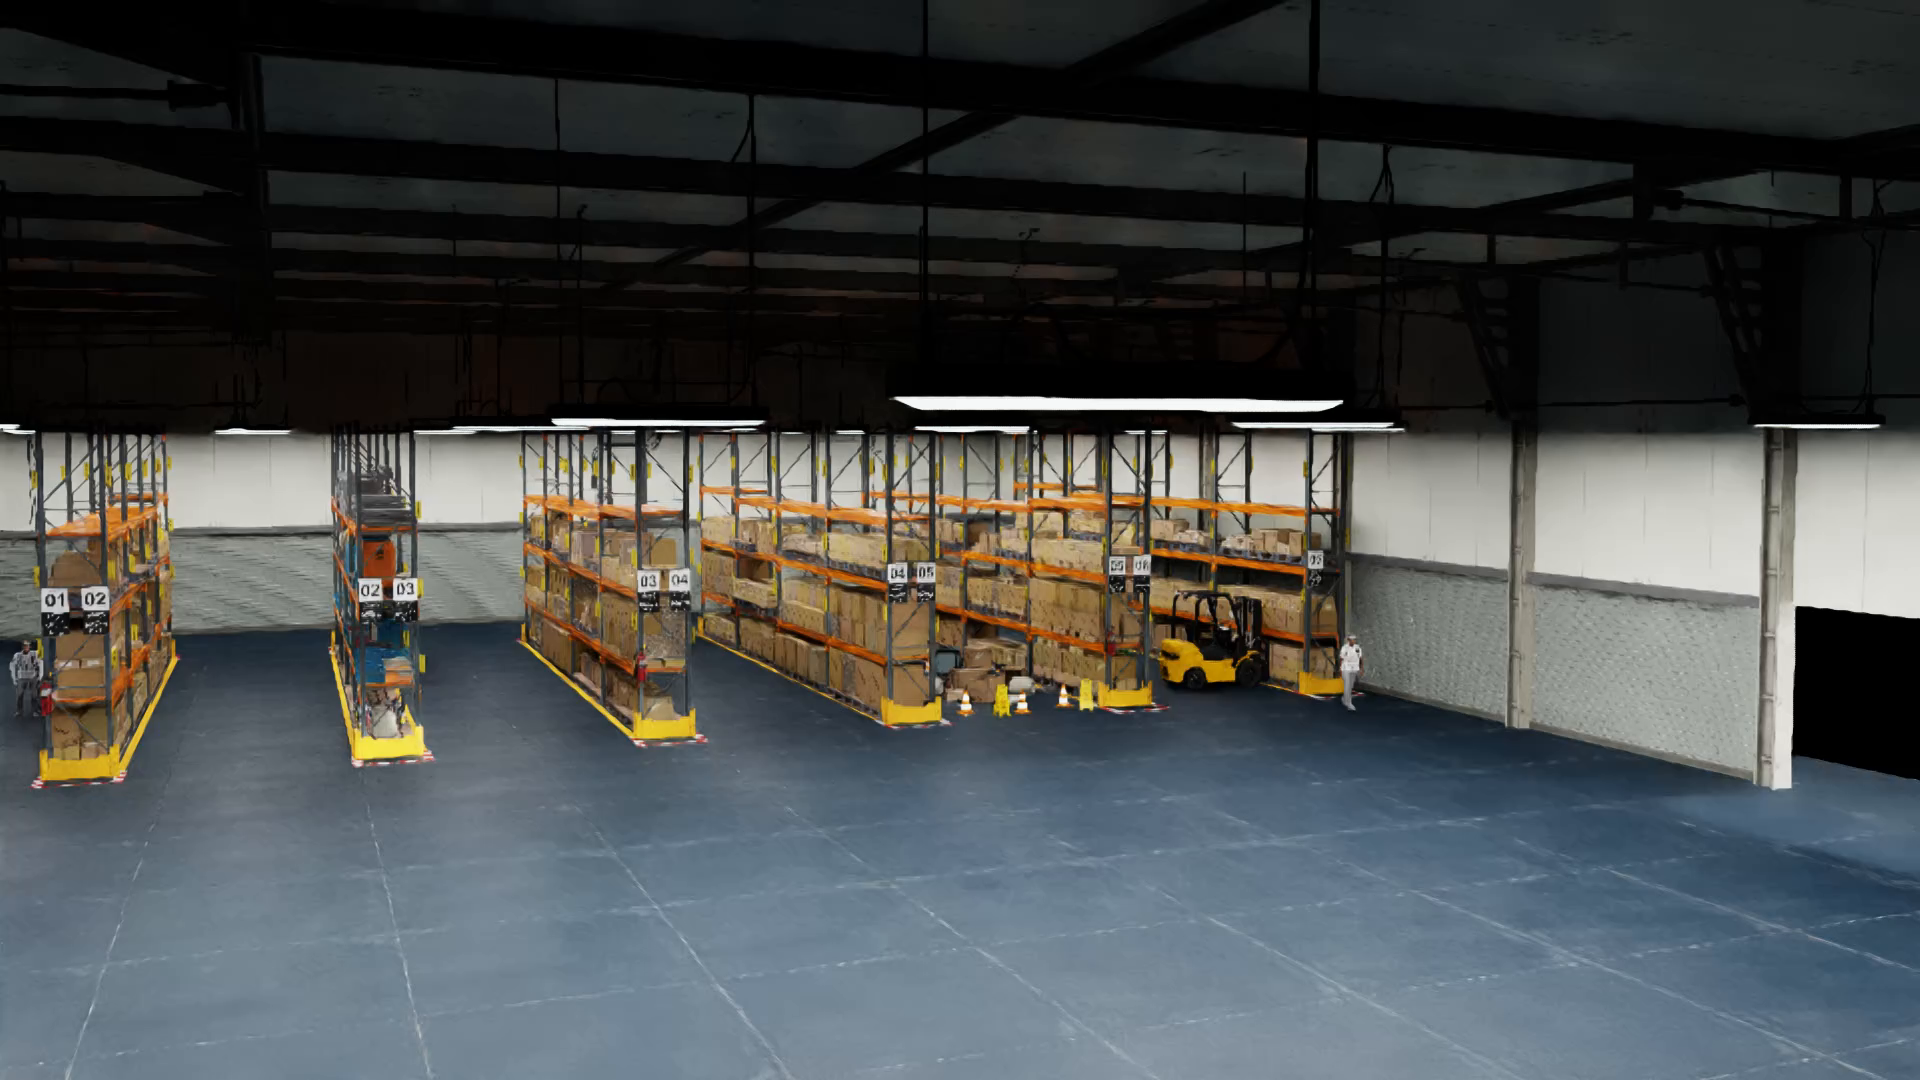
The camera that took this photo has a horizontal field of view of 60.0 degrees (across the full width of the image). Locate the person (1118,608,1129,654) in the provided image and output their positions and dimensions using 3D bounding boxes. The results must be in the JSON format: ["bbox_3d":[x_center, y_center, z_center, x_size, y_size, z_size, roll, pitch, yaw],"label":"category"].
[{"bbox_3d":[3.779,2.377,39.010,0.486,1.787,0.608,1,4,9],"label":"person"}]

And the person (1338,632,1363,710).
[{"bbox_3d":[8.198,2.717,34.856,0.441,1.623,1.000,-1,4,-13],"label":"person"}]

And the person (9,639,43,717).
[{"bbox_3d":[-18.937,2.804,33.767,0.639,1.632,0.496,-2,4,-24],"label":"person"}]
